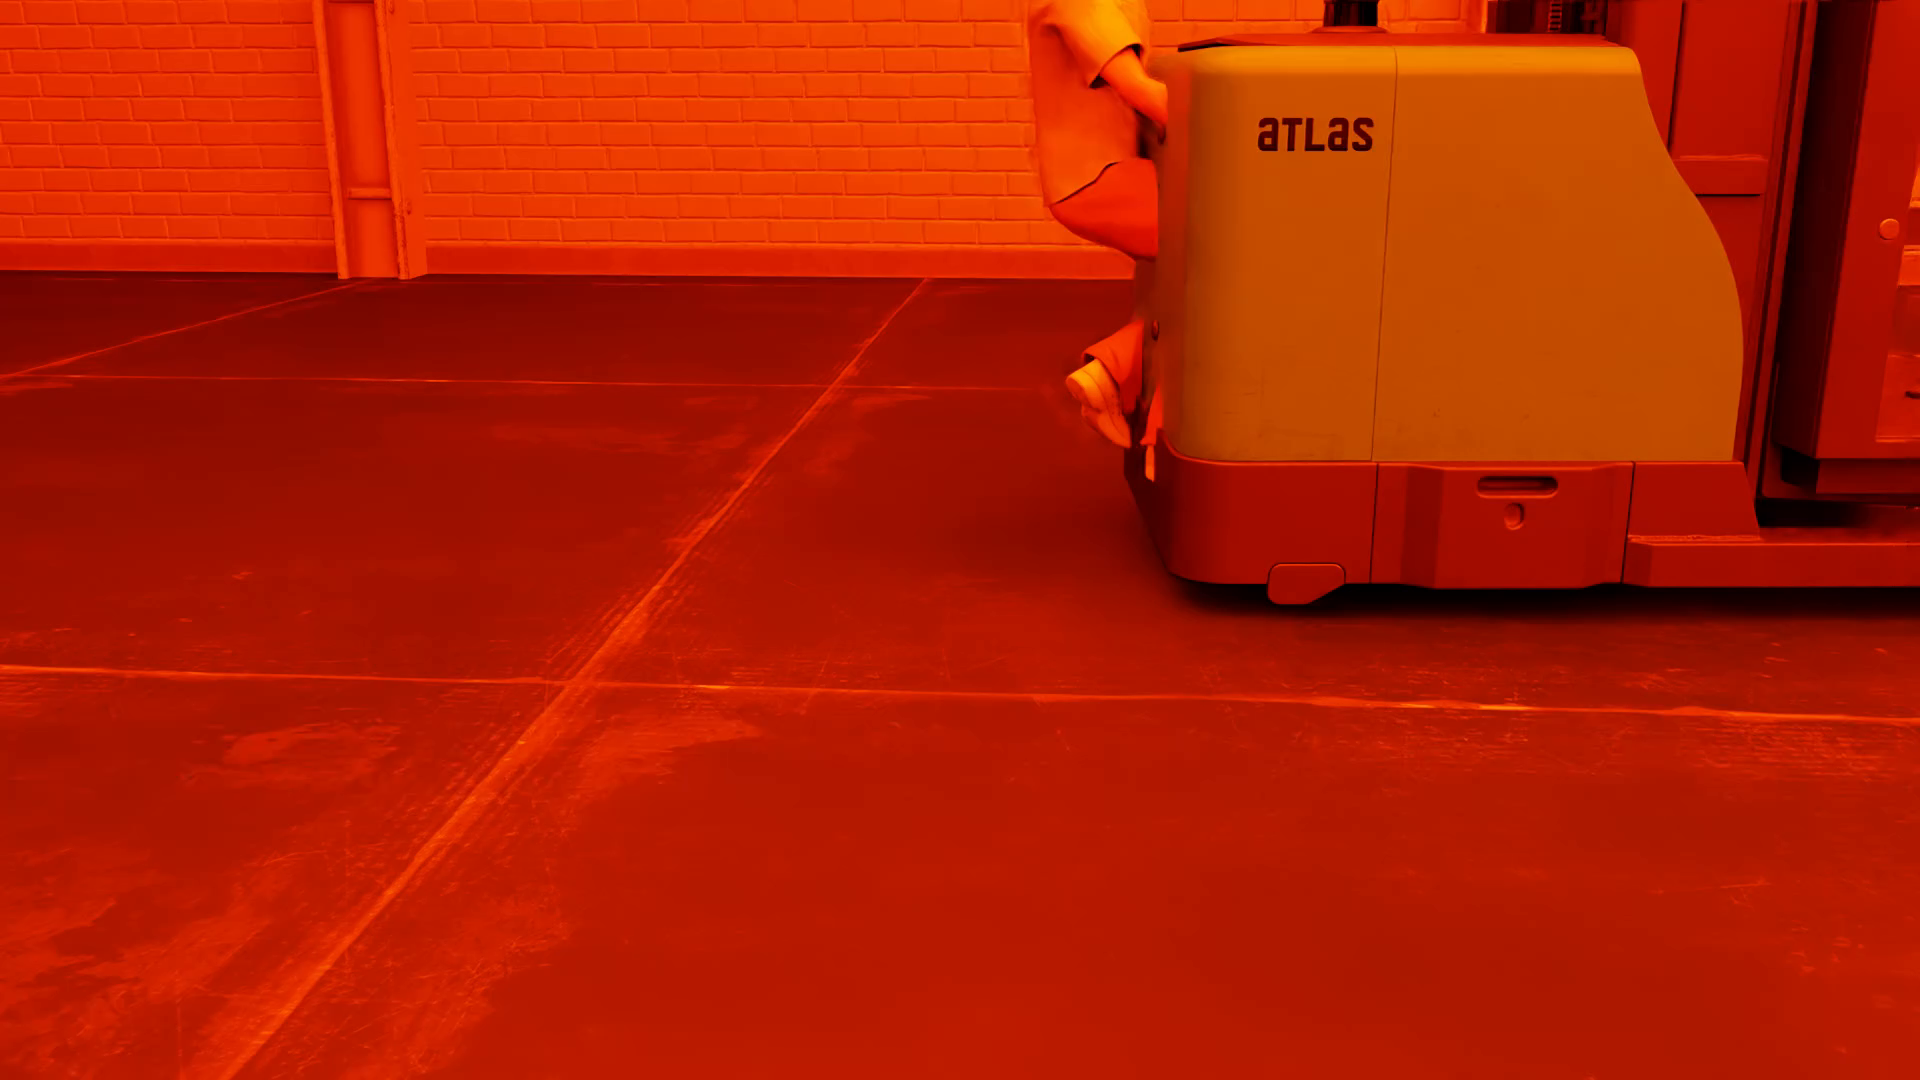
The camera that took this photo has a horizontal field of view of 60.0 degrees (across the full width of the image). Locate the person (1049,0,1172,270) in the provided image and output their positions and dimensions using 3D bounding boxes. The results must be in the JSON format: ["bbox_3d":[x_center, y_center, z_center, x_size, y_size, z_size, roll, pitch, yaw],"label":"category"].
[{"bbox_3d":[0.535,-0.828,3.748,0.705,1.403,0.815,2,15,8],"label":"person"}]

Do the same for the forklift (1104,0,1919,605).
[{"bbox_3d":[1.876,-1.399,3.373,3.031,2.935,1.130,0,15,0],"label":"forklift"}]
